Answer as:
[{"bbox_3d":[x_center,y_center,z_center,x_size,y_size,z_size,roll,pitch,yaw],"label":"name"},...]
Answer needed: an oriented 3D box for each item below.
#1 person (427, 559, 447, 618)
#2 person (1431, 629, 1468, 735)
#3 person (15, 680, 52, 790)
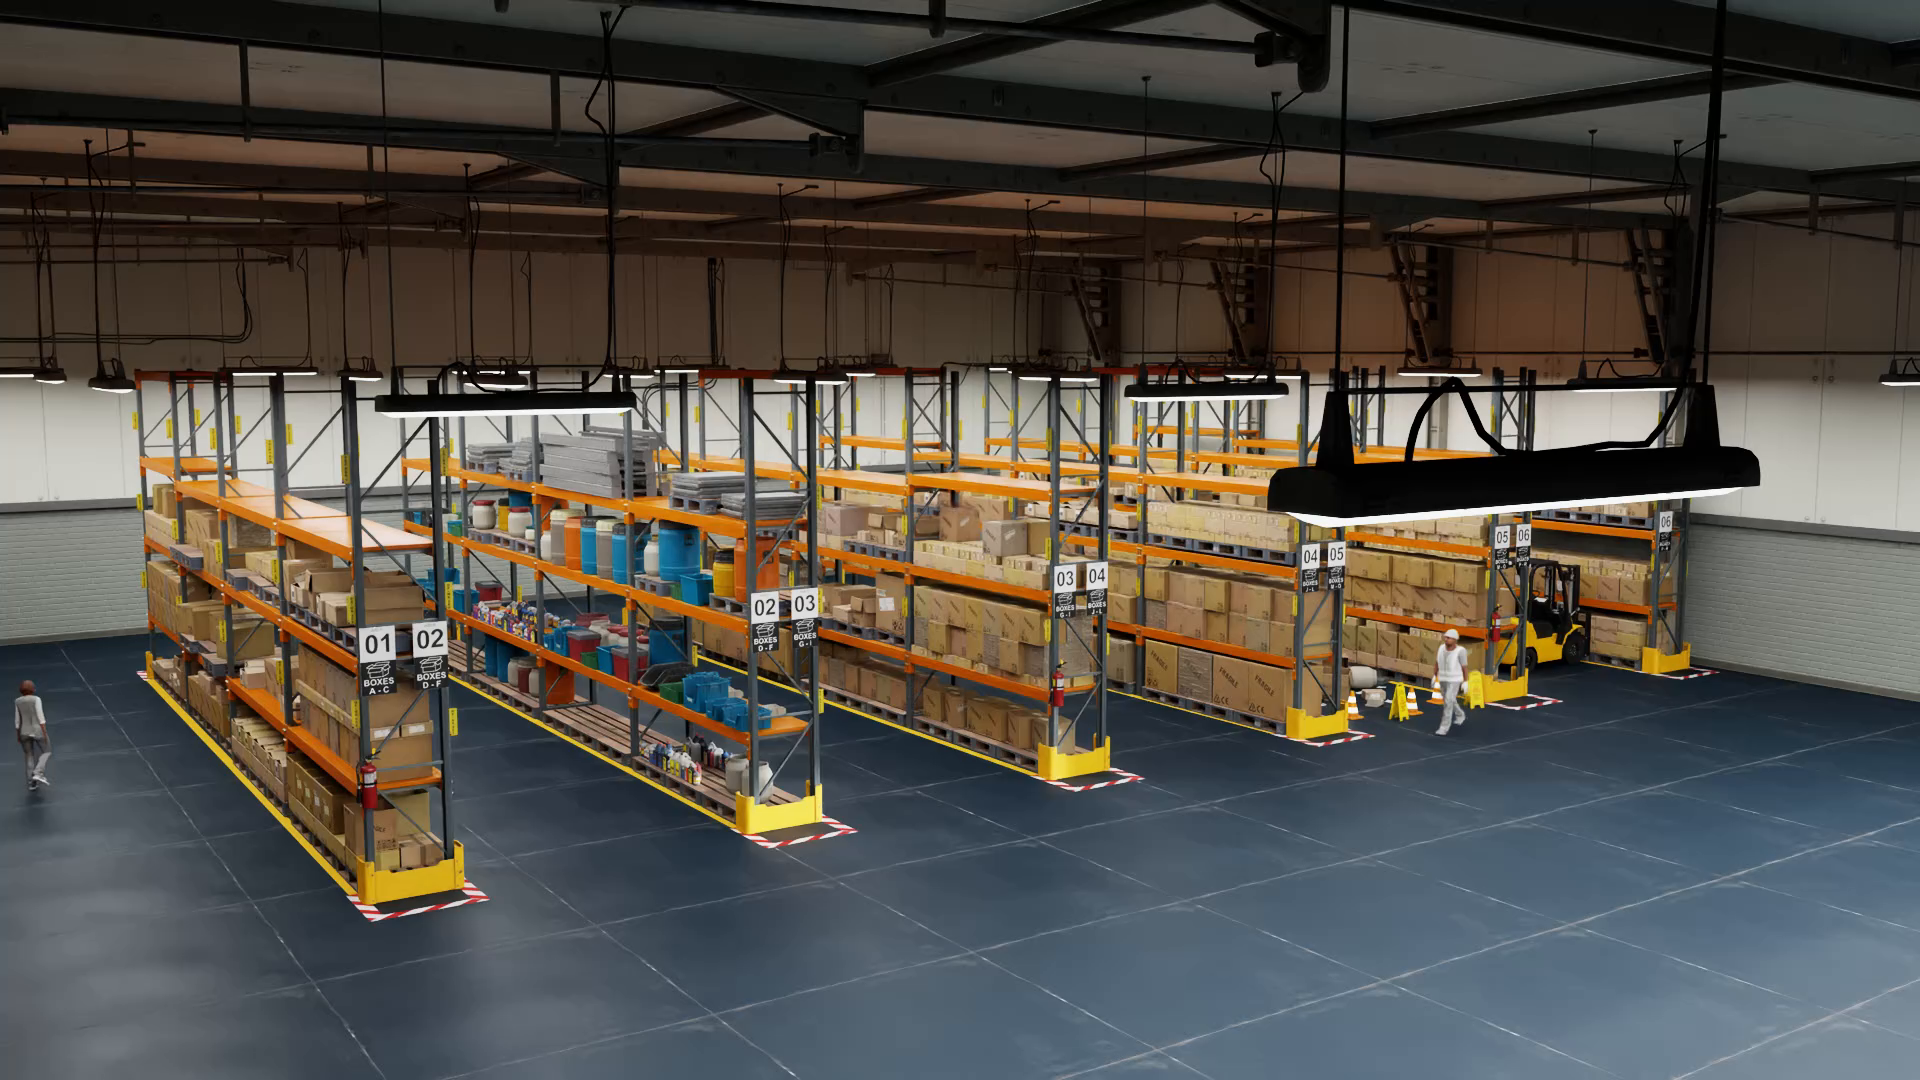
[{"bbox_3d":[-11.873,1.218,37.878,0.463,1.653,0.655,2,7,17],"label":"person"},{"bbox_3d":[8.183,2.336,27.710,1.017,1.751,0.605,-6,9,-41],"label":"person"},{"bbox_3d":[-13.445,2.827,24.057,0.450,1.592,0.448,-1,7,-8],"label":"person"}]
